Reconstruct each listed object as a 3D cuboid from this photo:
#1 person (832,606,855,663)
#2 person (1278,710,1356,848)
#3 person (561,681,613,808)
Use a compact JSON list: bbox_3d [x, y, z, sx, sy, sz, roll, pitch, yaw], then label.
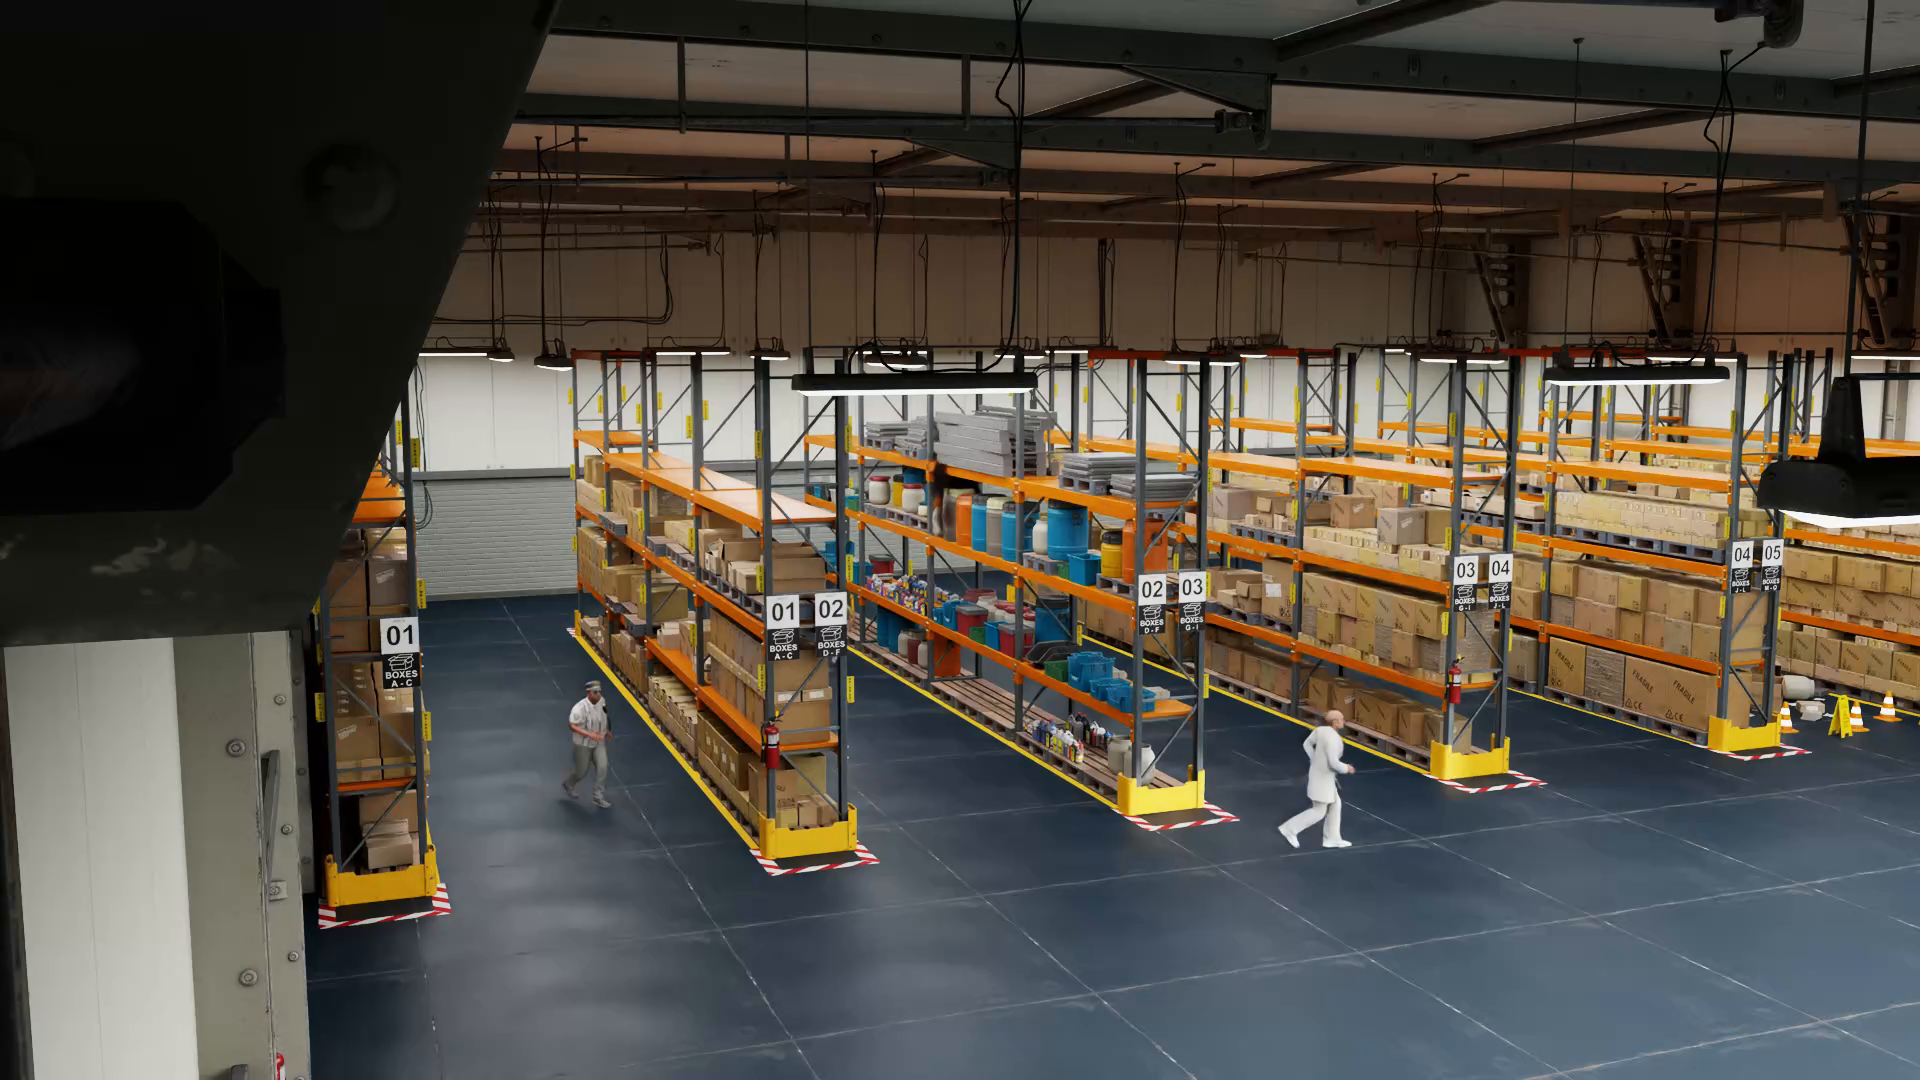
[{"bbox_3d":[-2.252,1.668,31.157,0.572,1.425,0.970,0,7,-2],"label":"person"},{"bbox_3d":[4.371,2.945,20.386,0.946,1.743,0.704,0,7,-2],"label":"person"},{"bbox_3d":[-5.034,2.707,22.349,0.902,1.741,0.651,6,10,42],"label":"person"}]
